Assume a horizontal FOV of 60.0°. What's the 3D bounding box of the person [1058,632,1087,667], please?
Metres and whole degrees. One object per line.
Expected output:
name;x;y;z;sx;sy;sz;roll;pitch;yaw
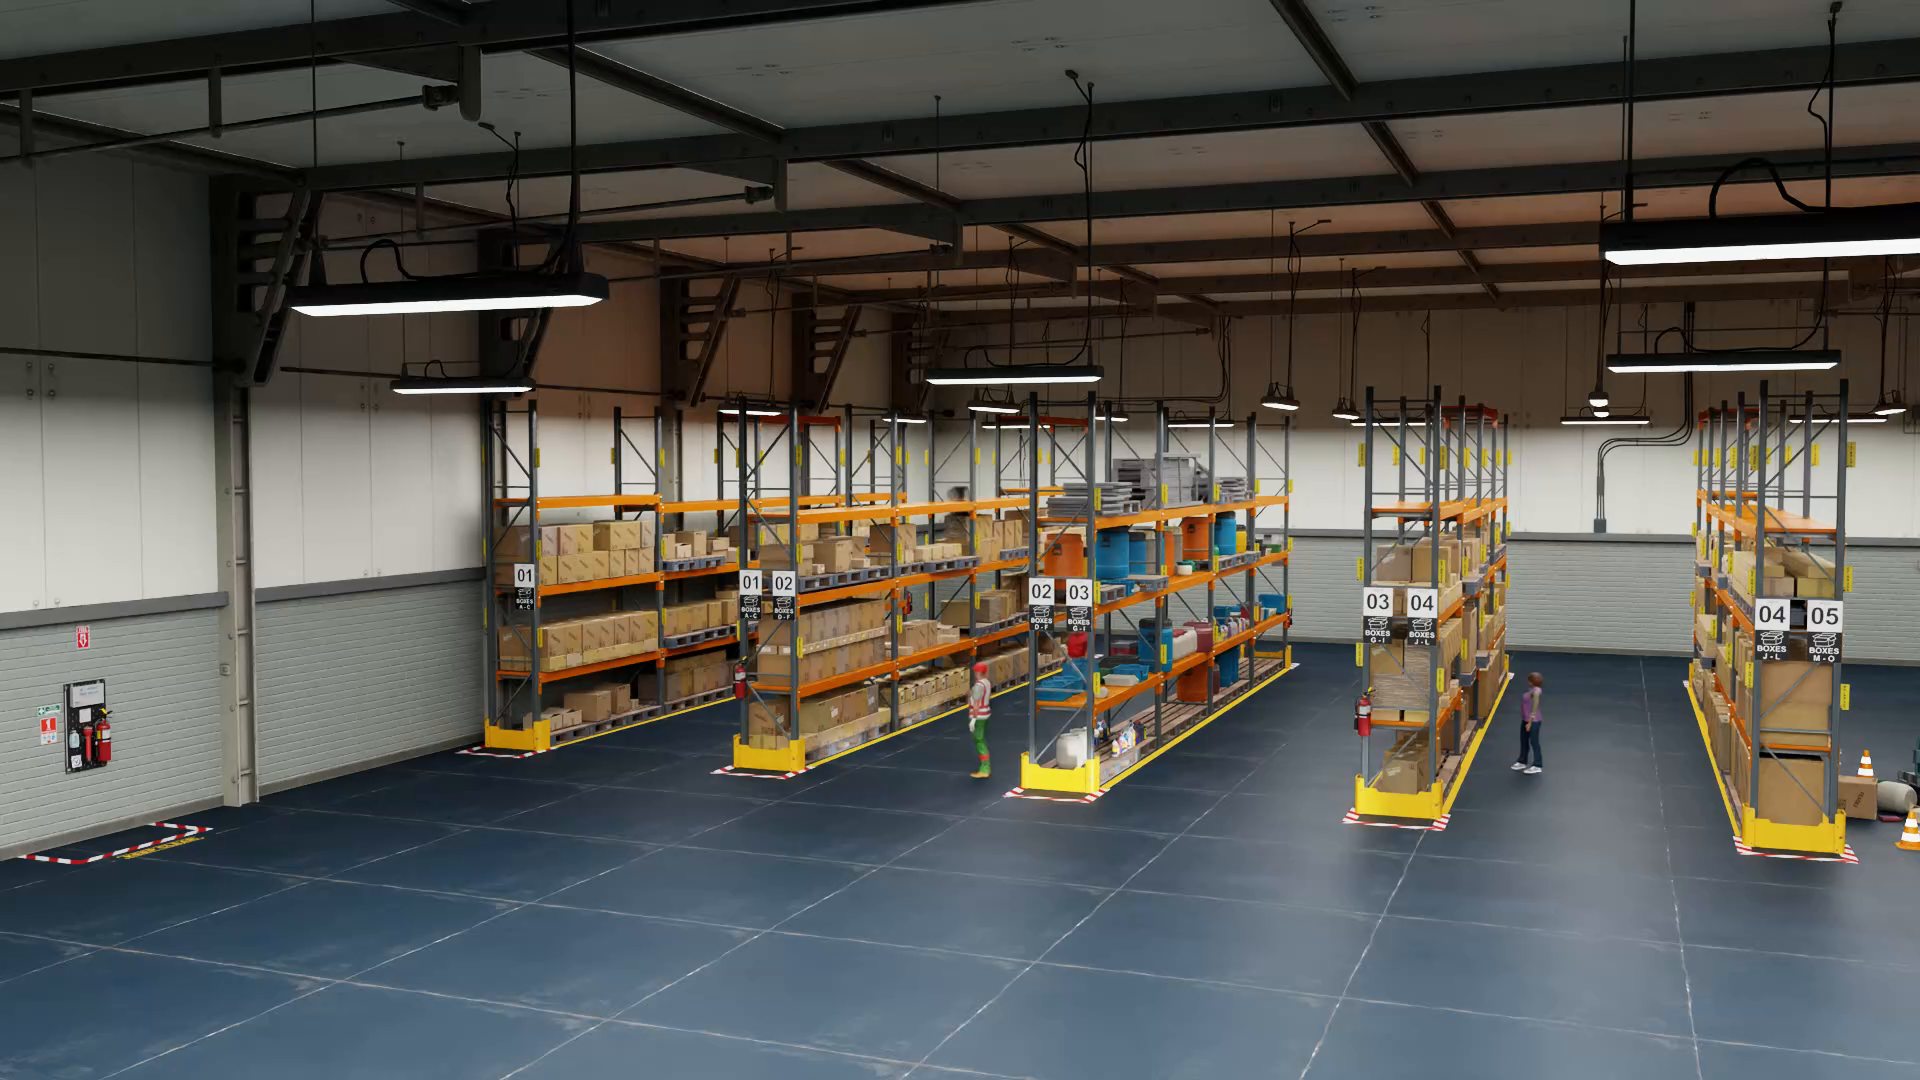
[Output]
person;2.344;2.498;33.723;0.635;1.664;0.991;1;3;27

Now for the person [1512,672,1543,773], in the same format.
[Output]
person;9.048;2.892;26.477;0.414;1.591;0.481;0;3;-7

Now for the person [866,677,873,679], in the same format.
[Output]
person;-2.137;2.307;37.934;0.456;1.668;0.492;1;3;27

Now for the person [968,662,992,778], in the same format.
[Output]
person;0.316;2.827;26.071;0.357;1.827;0.674;1;3;18
